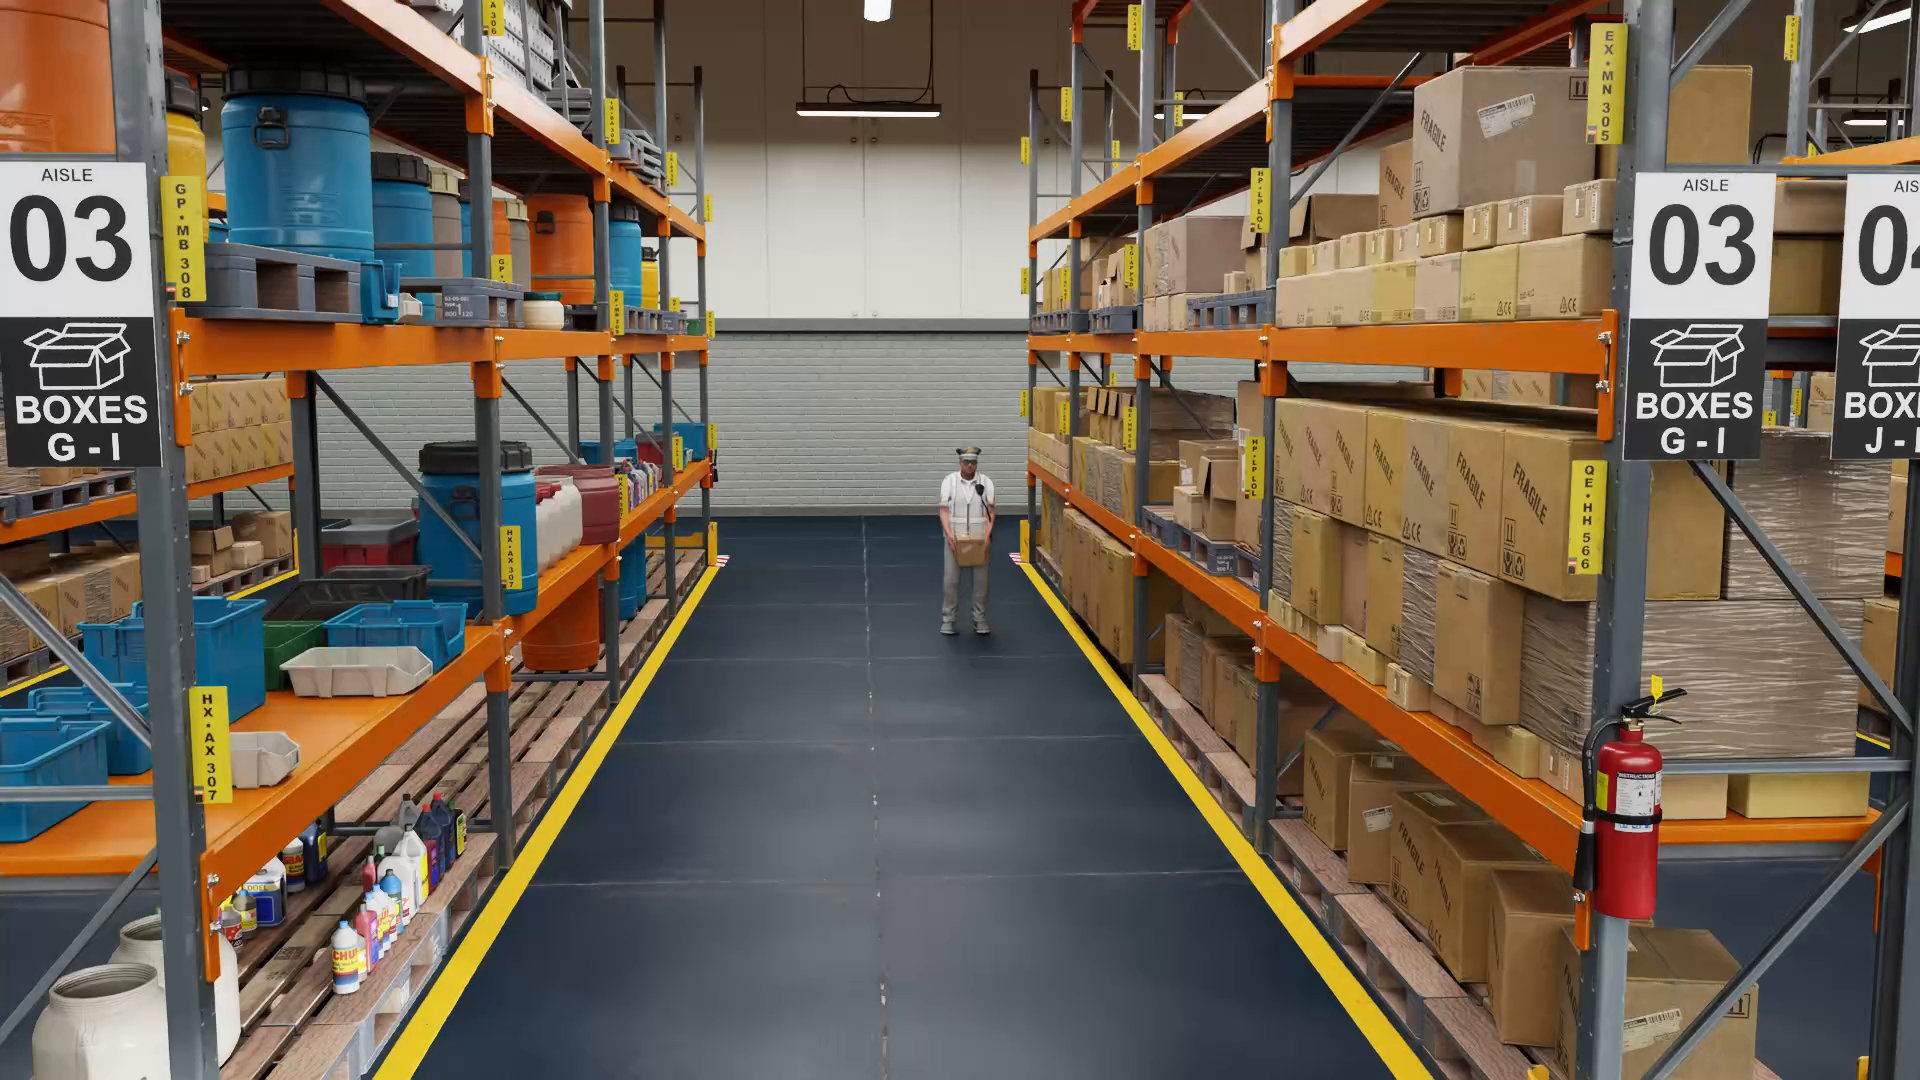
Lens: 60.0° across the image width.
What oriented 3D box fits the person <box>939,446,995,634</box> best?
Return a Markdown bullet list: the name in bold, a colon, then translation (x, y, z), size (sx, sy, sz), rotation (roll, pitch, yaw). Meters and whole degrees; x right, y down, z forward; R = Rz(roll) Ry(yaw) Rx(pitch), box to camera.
- **person**: translation (0.071, -0.005, 15.684), size (0.536, 1.765, 0.479), rotation (-1, 7, -5)
